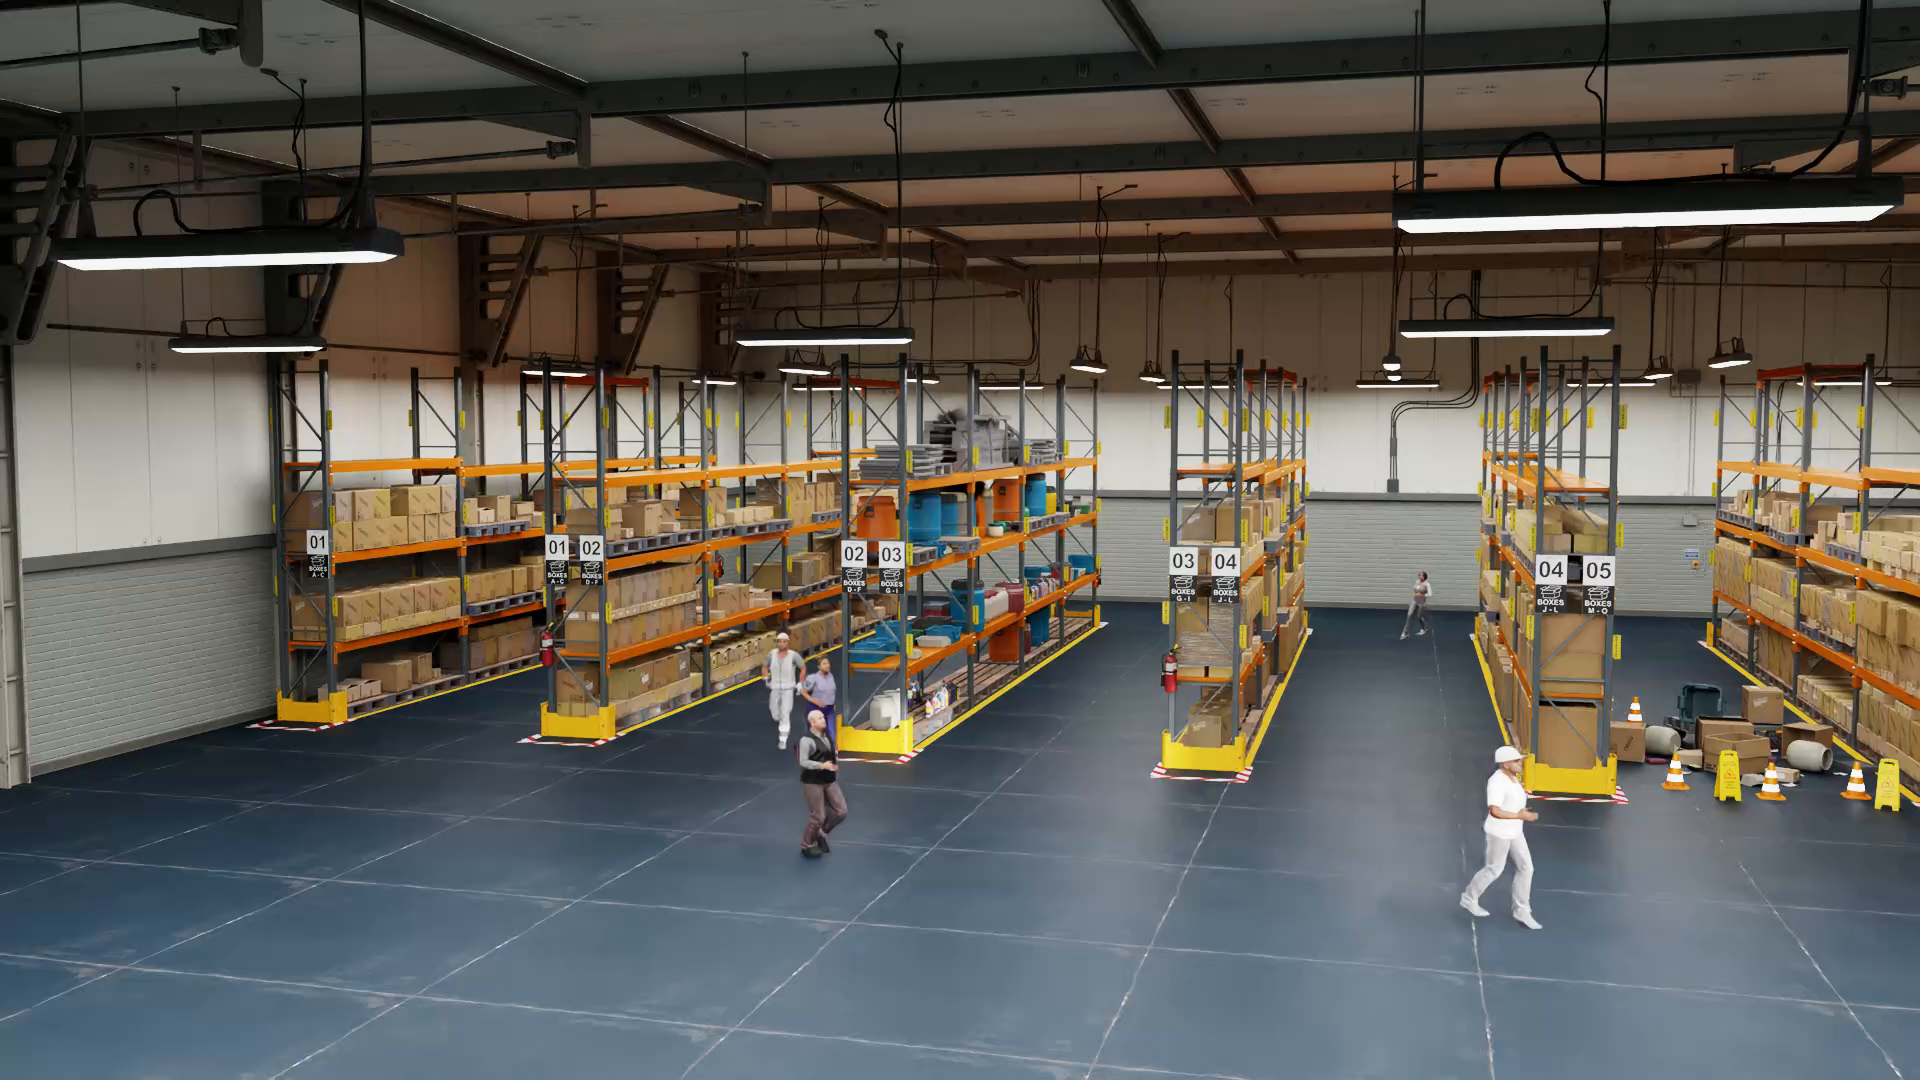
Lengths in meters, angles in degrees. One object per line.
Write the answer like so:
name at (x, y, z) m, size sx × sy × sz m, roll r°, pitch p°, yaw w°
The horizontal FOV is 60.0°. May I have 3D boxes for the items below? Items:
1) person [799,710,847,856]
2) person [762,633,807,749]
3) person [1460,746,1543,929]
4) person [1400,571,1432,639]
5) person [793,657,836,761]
person at (-1.555, 2.783, 19.013) m, size 0.638 × 1.686 × 0.638 m, roll 3°, pitch 5°, yaw 34°
person at (-2.722, 2.296, 25.612) m, size 0.697 × 1.758 × 0.662 m, roll 1°, pitch 4°, yaw 9°
person at (5.366, 2.940, 16.484) m, size 0.800 × 1.818 × 0.678 m, roll 3°, pitch 5°, yaw 40°
person at (10.543, 1.479, 38.024) m, size 0.858 × 1.571 × 0.589 m, roll -4°, pitch 6°, yaw -42°
person at (-2.022, 2.488, 23.950) m, size 0.620 × 1.631 × 0.734 m, roll -3°, pitch 5°, yaw -39°
